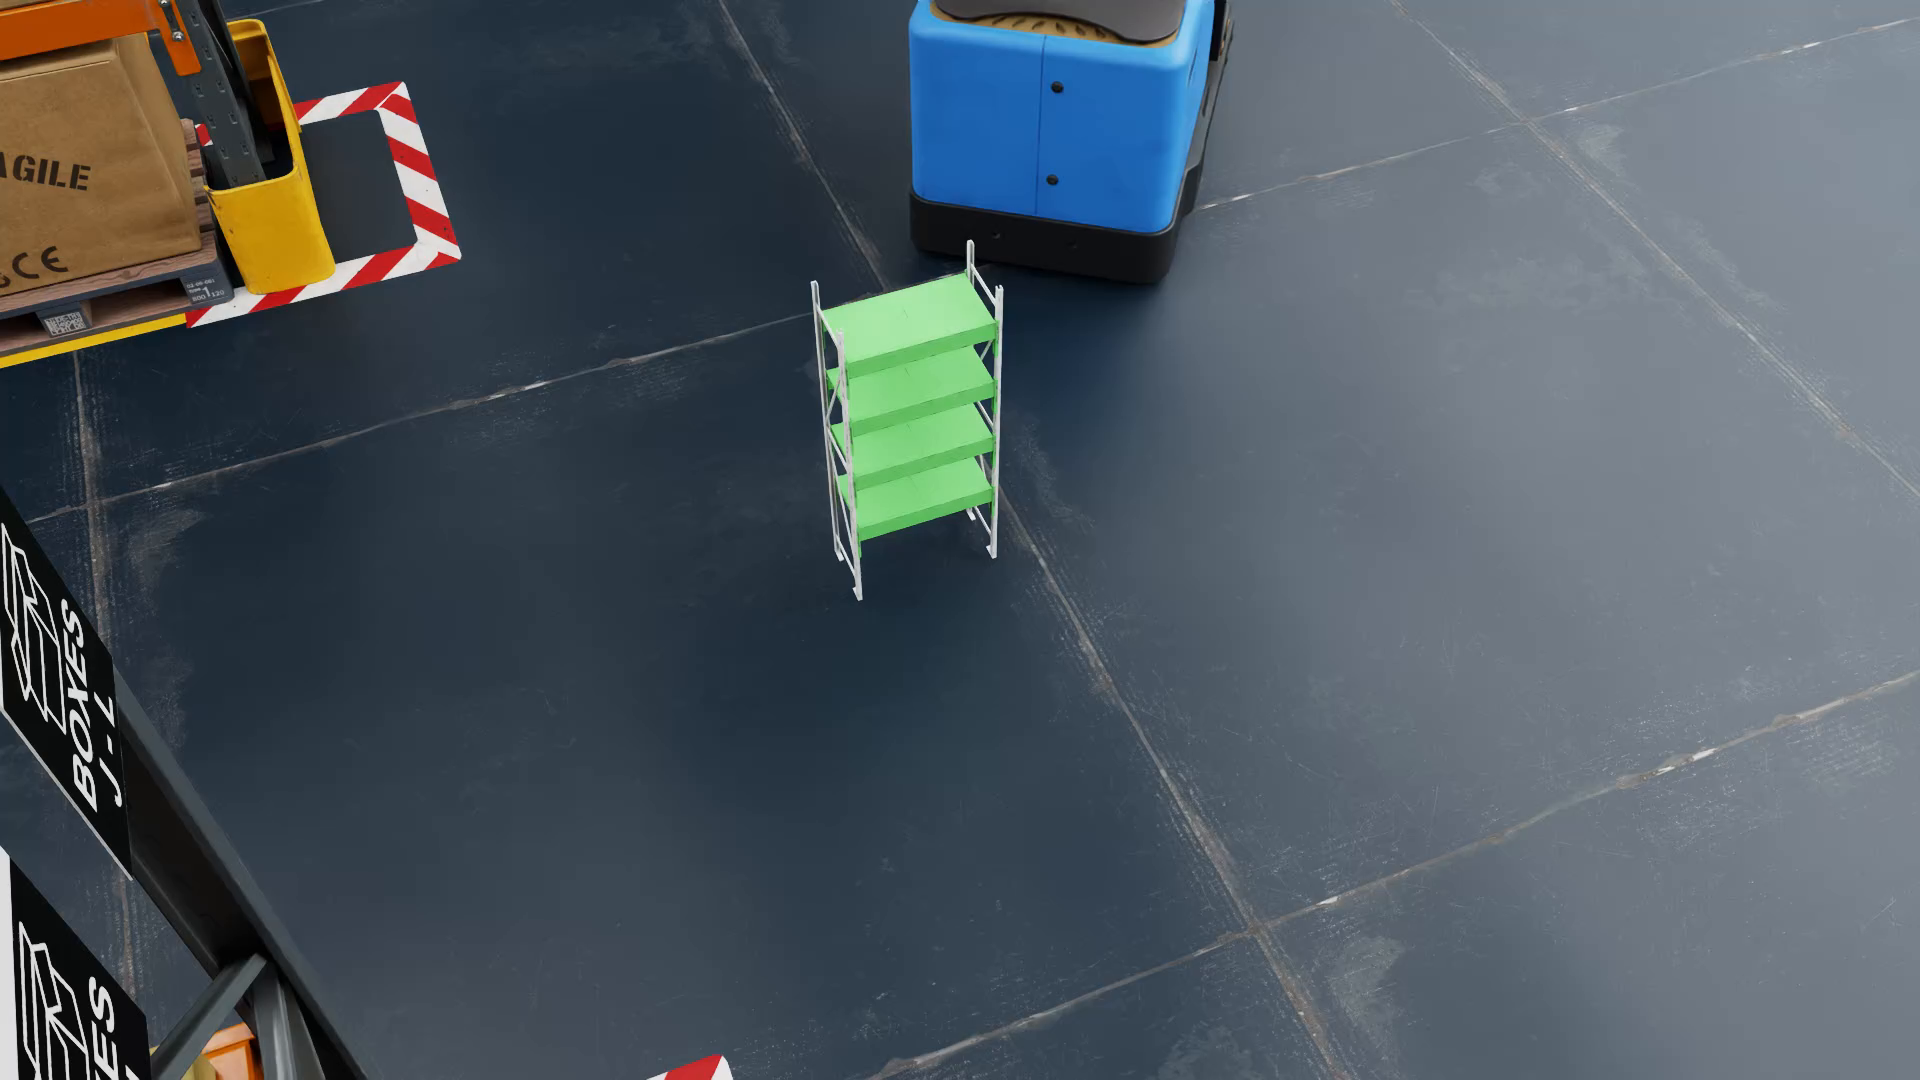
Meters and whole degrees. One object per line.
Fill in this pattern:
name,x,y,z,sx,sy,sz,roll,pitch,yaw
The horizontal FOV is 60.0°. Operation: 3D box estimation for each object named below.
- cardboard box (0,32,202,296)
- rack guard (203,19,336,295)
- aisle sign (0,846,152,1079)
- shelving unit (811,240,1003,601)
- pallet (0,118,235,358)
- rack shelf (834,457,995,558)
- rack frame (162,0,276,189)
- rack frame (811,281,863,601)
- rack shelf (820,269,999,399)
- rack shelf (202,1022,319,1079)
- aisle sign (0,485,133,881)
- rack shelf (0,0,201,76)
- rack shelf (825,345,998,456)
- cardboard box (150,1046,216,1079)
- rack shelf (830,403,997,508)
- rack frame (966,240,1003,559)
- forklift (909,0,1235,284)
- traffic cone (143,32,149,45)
cardboard box,-3.495,-1.587,6.259,0.875,0.875,0.875,-17,51,-14
rack guard,-2.870,-1.575,6.773,0.348,0.500,1.175,-17,52,-14
aisle sign,-0.940,0.476,1.651,0.004,0.787,0.394,-17,52,-14
shelving unit,-0.153,-0.343,5.254,0.503,1.200,0.258,-17,52,-14
pallet,-3.603,-1.190,6.633,1.213,0.211,1.003,-17,52,-14
rack shelf,-0.153,-0.145,5.485,0.480,0.148,0.258,-17,52,-14
rack frame,-2.892,-2.383,5.819,0.127,3.000,1.000,-17,52,-14
rack frame,-0.379,-0.273,5.194,0.015,1.200,0.240,-17,52,-14
rack shelf,-0.153,-0.615,4.938,0.480,0.148,0.258,-17,52,-14
rack shelf,-2.962,1.938,2.583,4.000,0.370,1.077,-17,52,-14
aisle sign,-1.166,0.054,2.013,0.004,0.787,0.394,-17,52,-14
rack shelf,-4.744,-1.575,5.599,4.000,0.370,1.077,-17,52,-14
rack shelf,-0.153,-0.458,5.120,0.480,0.148,0.258,-17,52,-14
cardboard box,-1.464,1.126,2.972,0.250,0.149,0.380,-17,52,-14
rack shelf,-0.153,-0.302,5.303,0.480,0.148,0.258,-17,52,-14
rack frame,0.073,-0.413,5.314,0.015,1.200,0.240,-17,52,-14
forklift,0.642,-3.105,6.484,1.130,2.935,3.031,10,50,9
traffic cone,-3.921,-2.401,7.507,0.334,0.463,0.336,-17,52,-14
